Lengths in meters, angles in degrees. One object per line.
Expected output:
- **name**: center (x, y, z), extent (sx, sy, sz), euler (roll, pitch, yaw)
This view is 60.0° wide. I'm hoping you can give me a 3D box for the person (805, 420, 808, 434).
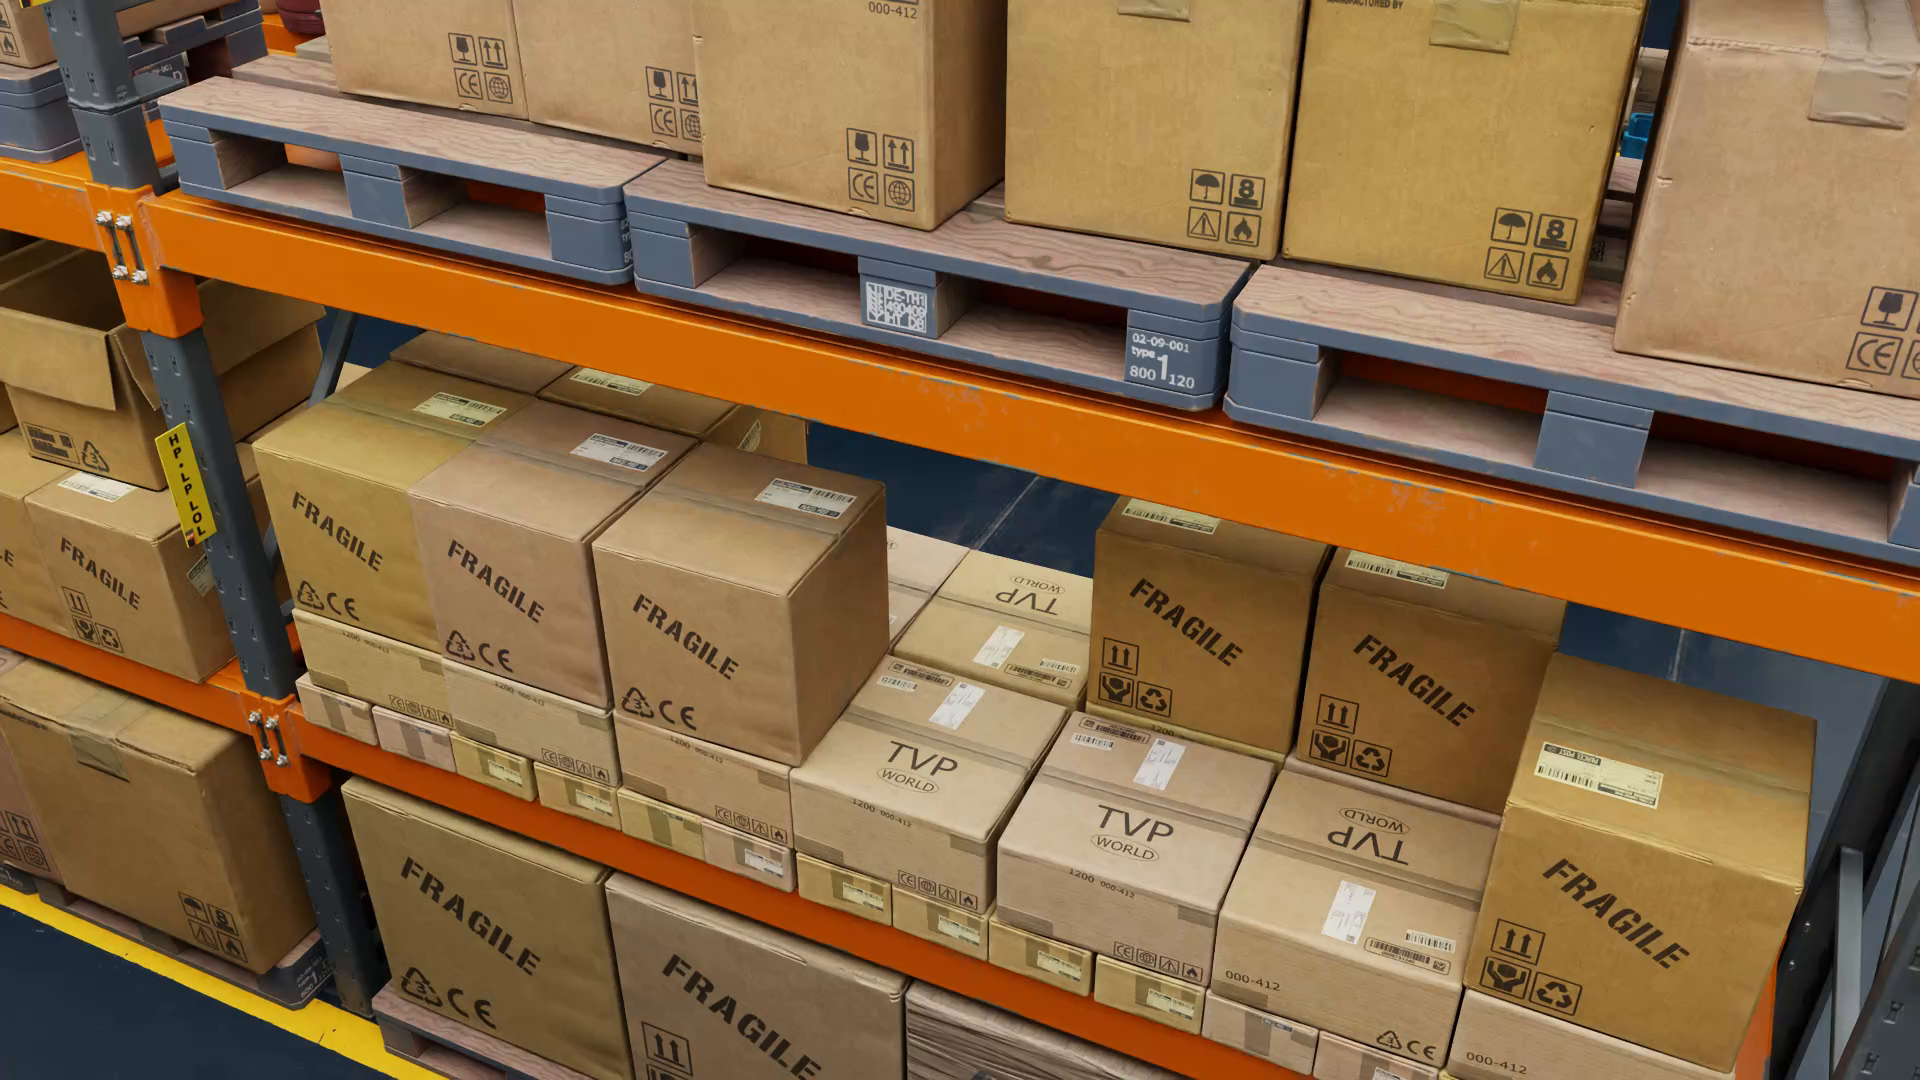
- **person**: center (-0.904, -0.184, 6.440), extent (0.514, 1.751, 0.590), euler (14, 36, 21)
